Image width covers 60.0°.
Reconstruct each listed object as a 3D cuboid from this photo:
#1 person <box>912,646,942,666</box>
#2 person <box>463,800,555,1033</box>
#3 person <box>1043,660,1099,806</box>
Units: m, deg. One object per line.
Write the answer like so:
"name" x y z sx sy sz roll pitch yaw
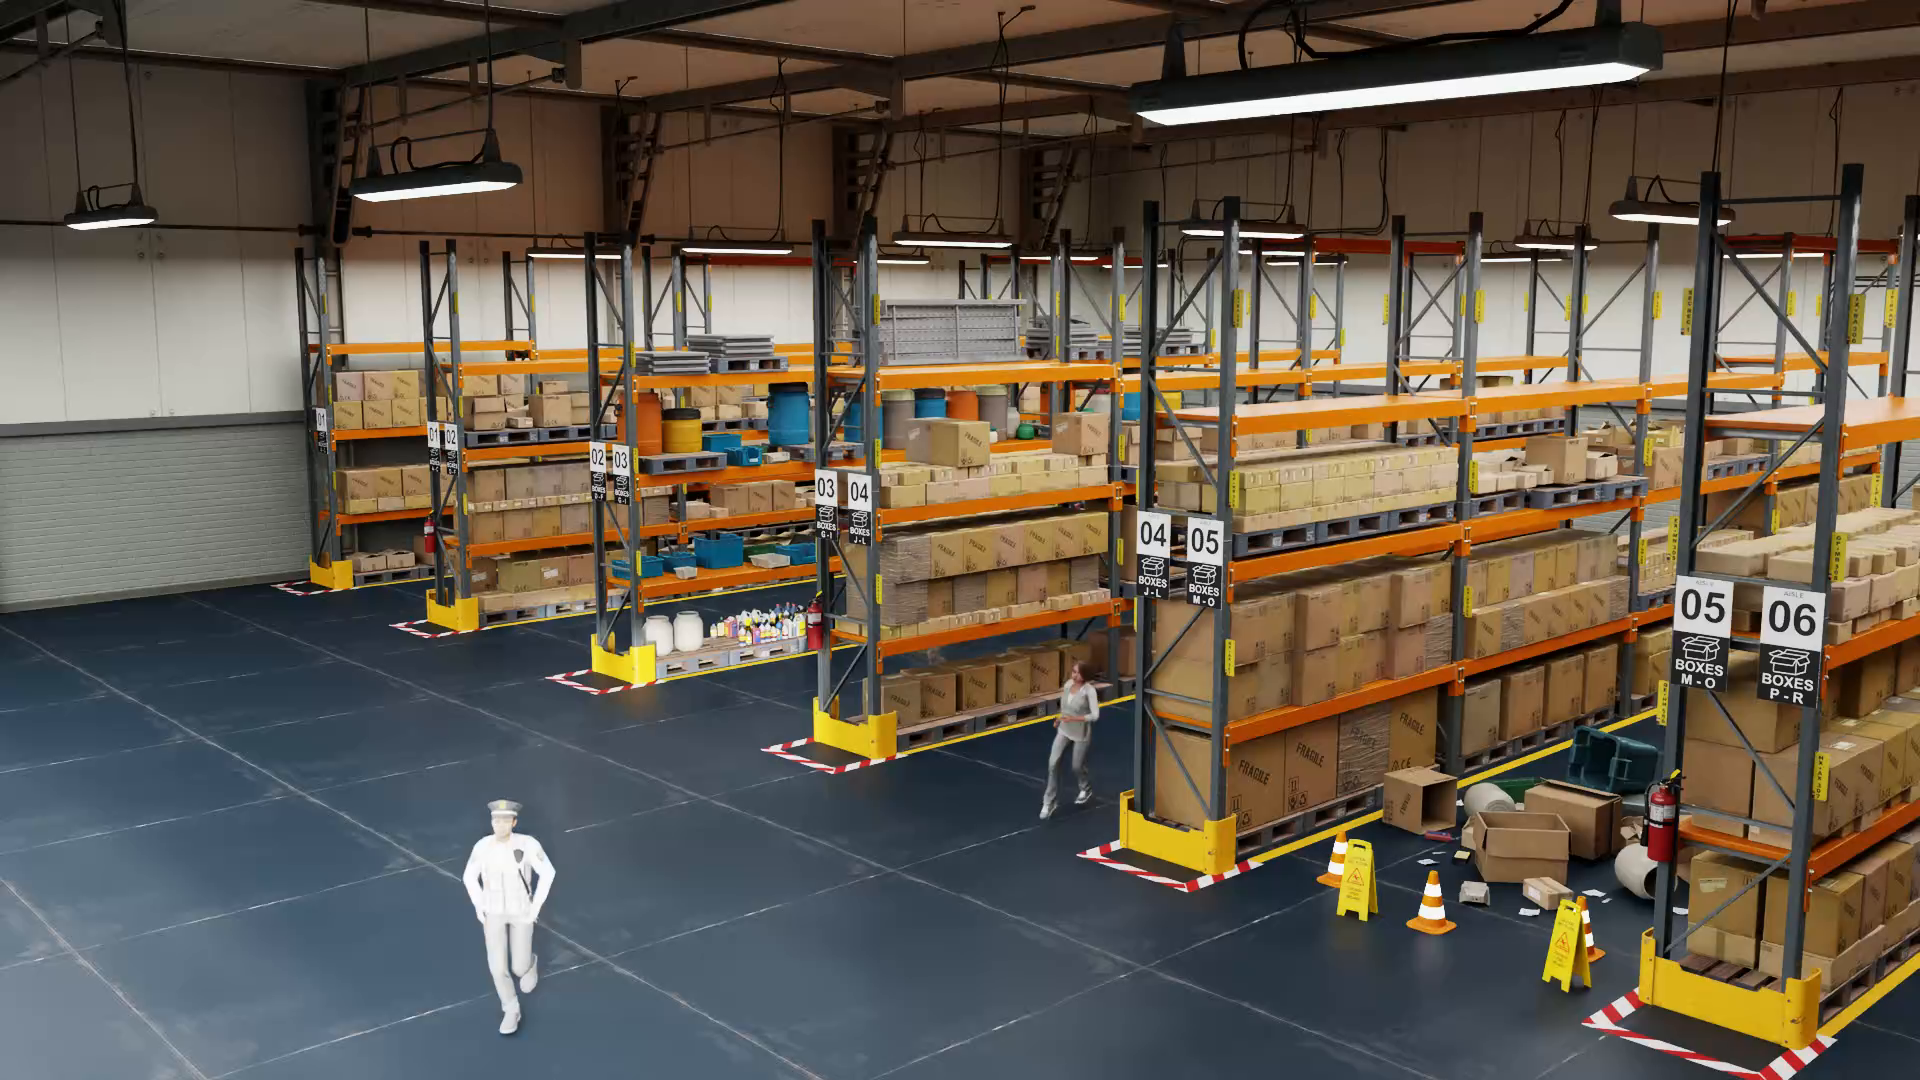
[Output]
"person" -0.337 1.063 21.791 0.645 1.682 0.493 7 11 41
"person" -3.211 2.622 11.870 0.642 1.652 0.623 -1 8 -6
"person" 1.190 1.900 16.608 0.536 1.472 0.699 6 10 35
